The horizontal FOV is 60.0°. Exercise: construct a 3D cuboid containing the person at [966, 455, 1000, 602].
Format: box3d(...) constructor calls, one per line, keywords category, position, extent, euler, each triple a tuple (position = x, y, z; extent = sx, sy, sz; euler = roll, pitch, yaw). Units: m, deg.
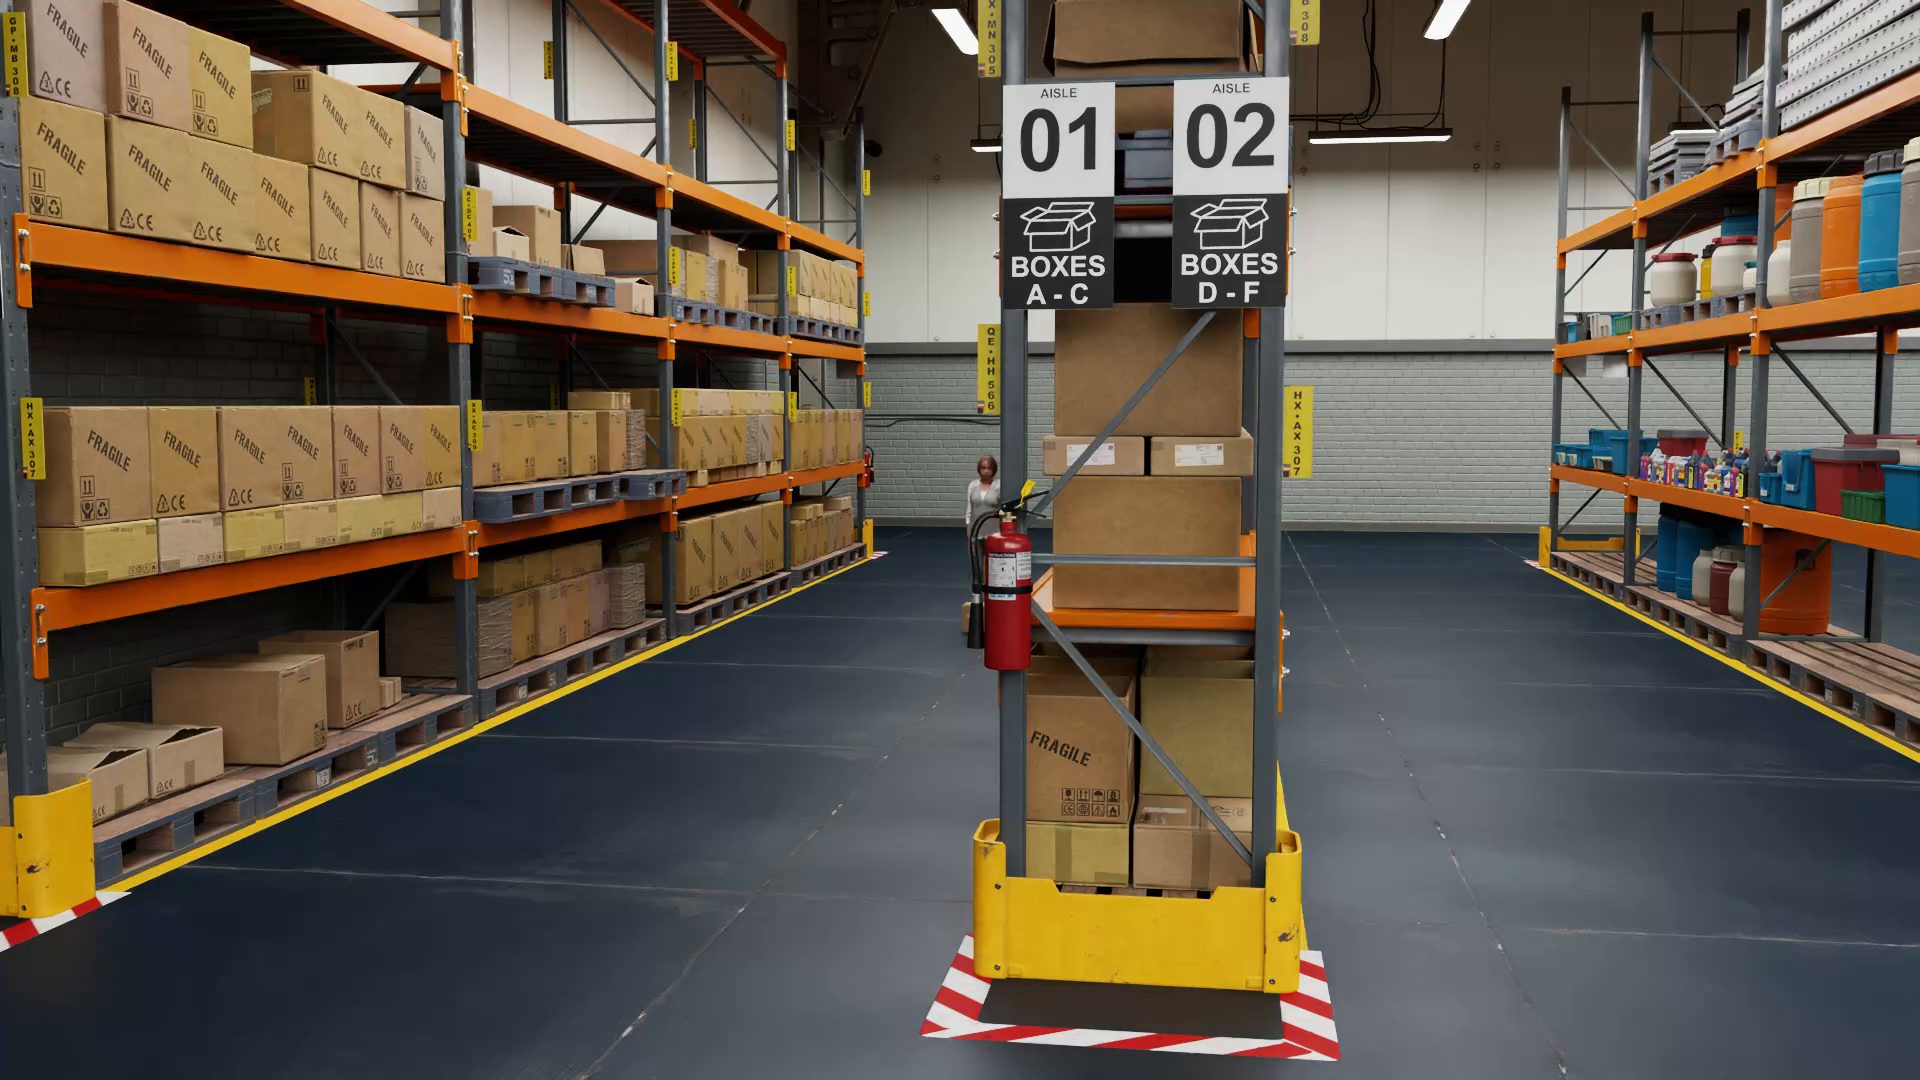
box3d(category="person", position=(0.254, 0.000, 15.615), extent=(0.404, 1.599, 0.301), euler=(1, 5, 10))
